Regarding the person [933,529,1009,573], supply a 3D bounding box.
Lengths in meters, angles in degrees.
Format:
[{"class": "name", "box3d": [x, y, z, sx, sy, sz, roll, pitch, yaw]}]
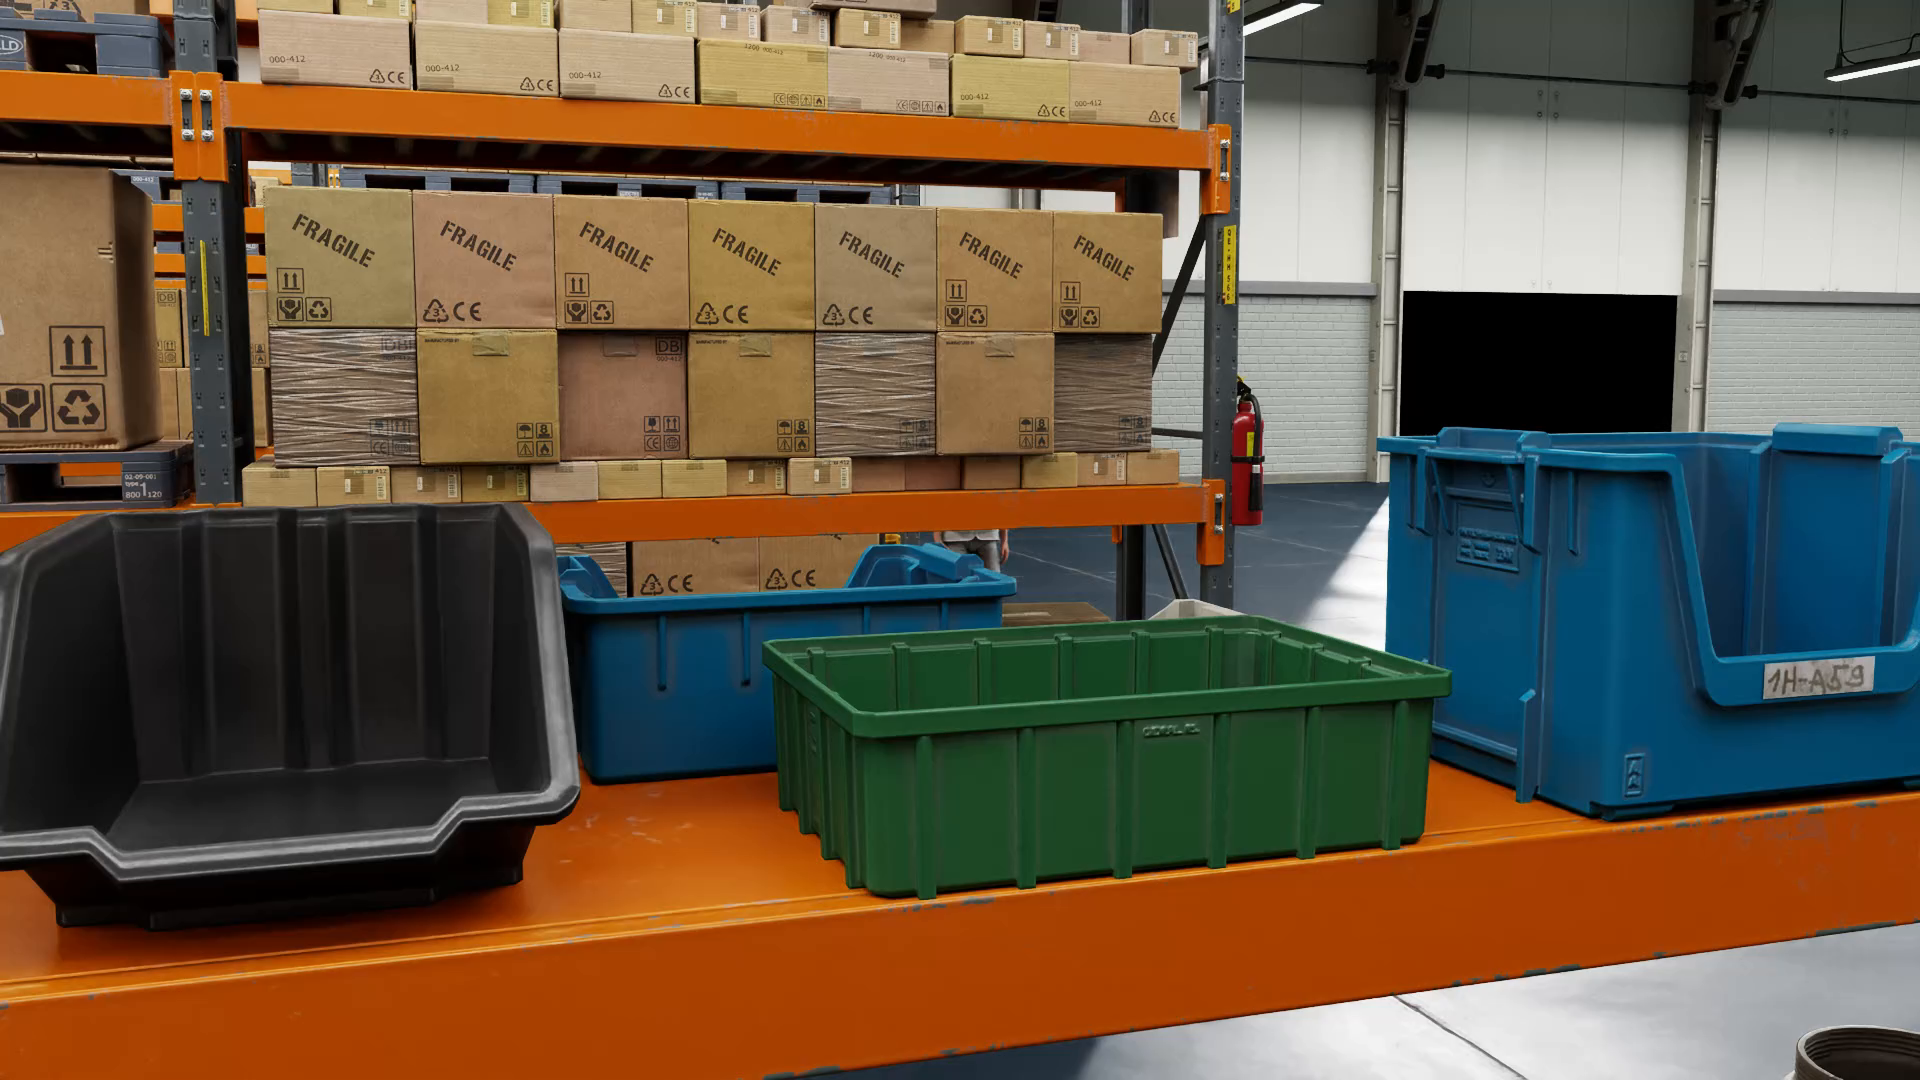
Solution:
[{"class": "person", "box3d": [0.057, 0.032, 9.469, 0.461, 1.593, 0.343, -2, 6, -18]}]
